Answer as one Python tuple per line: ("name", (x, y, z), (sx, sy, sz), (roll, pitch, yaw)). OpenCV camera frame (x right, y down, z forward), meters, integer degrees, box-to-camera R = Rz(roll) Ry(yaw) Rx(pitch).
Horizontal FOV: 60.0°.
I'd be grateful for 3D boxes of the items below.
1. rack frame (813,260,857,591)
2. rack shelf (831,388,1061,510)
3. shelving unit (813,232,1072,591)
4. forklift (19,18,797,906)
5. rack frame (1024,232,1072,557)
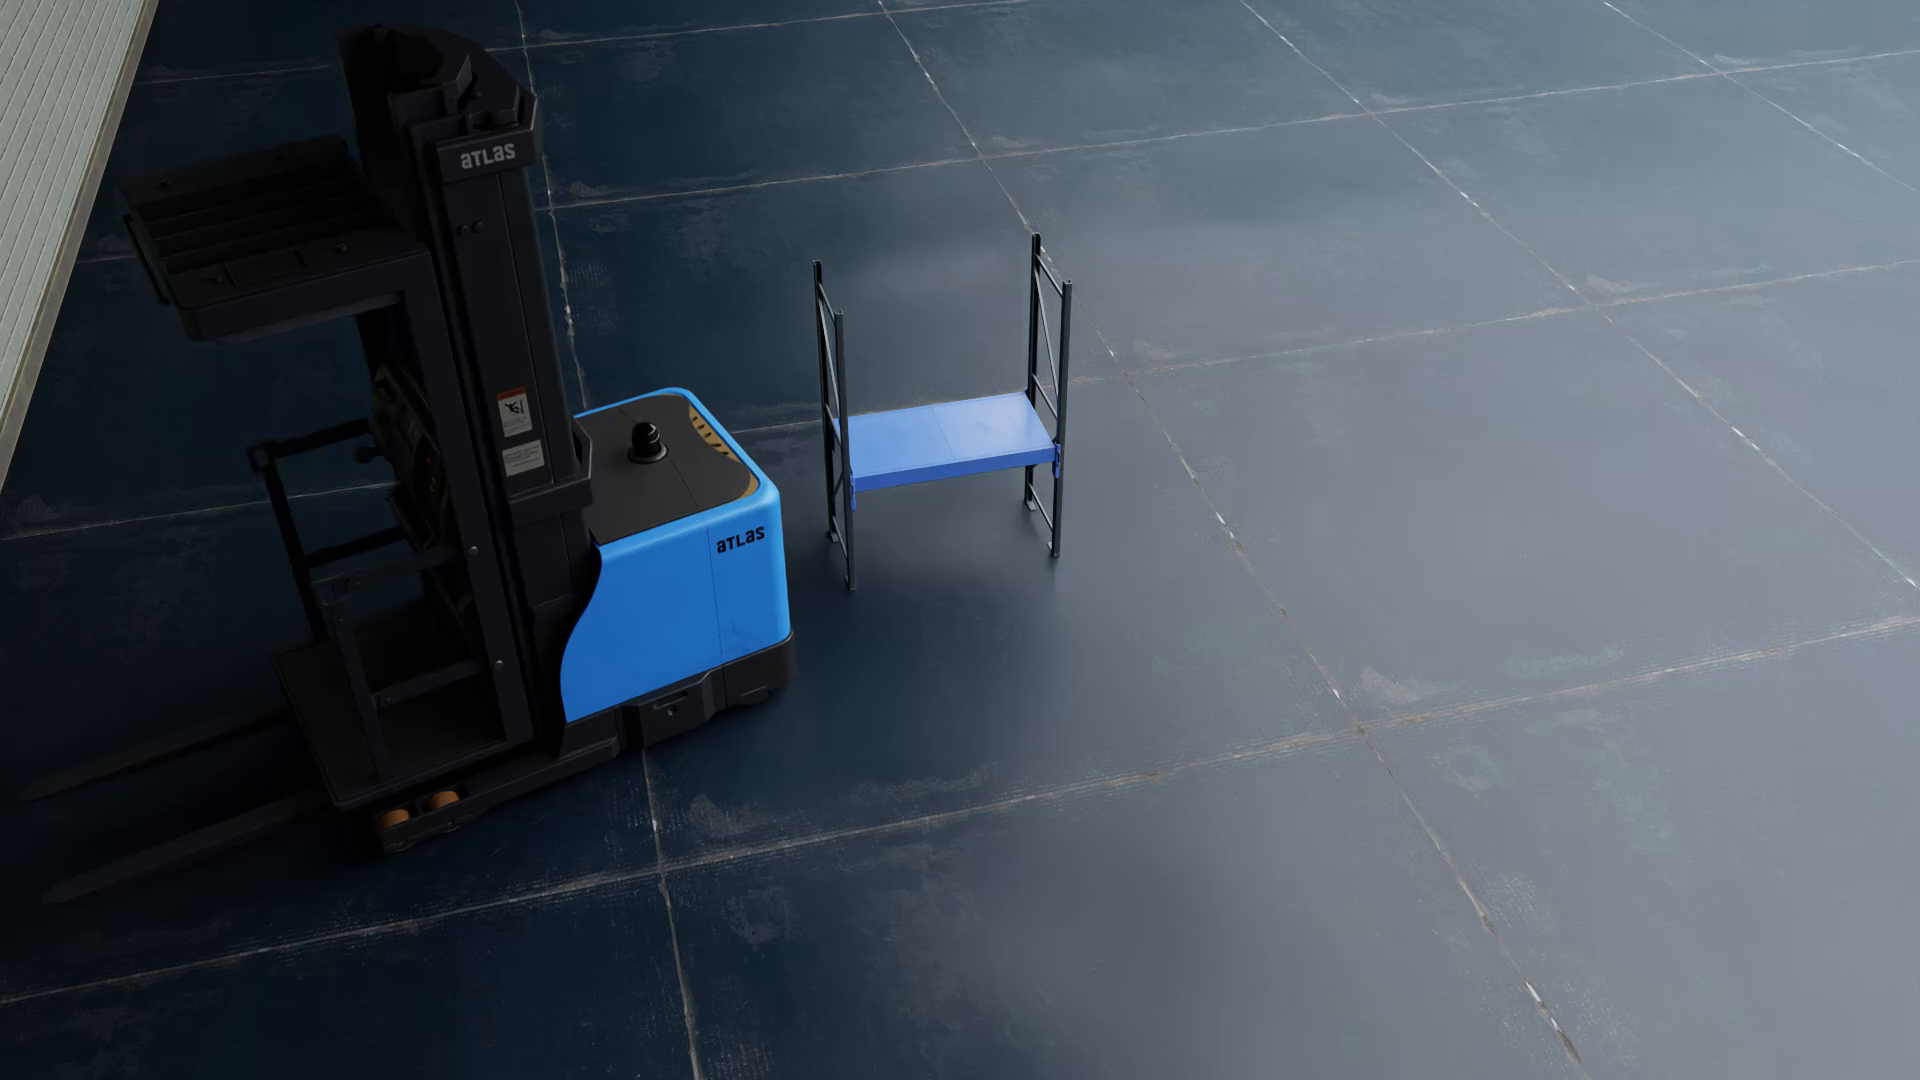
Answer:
("rack frame", (-0.573, -0.502, 7.651), (0.032, 1.500, 0.500), (-9, 38, -12))
("rack shelf", (-0.082, -0.439, 7.865), (1.000, 0.185, 0.538), (-9, 38, -12))
("shelving unit", (-0.082, -0.582, 7.756), (1.048, 1.500, 0.538), (-9, 38, -12))
("forklift", (-2.248, -0.295, 6.203), (3.031, 2.935, 1.130), (-20, 42, -24))
("rack frame", (0.408, -0.663, 7.861), (0.032, 1.500, 0.500), (-9, 38, -12))
